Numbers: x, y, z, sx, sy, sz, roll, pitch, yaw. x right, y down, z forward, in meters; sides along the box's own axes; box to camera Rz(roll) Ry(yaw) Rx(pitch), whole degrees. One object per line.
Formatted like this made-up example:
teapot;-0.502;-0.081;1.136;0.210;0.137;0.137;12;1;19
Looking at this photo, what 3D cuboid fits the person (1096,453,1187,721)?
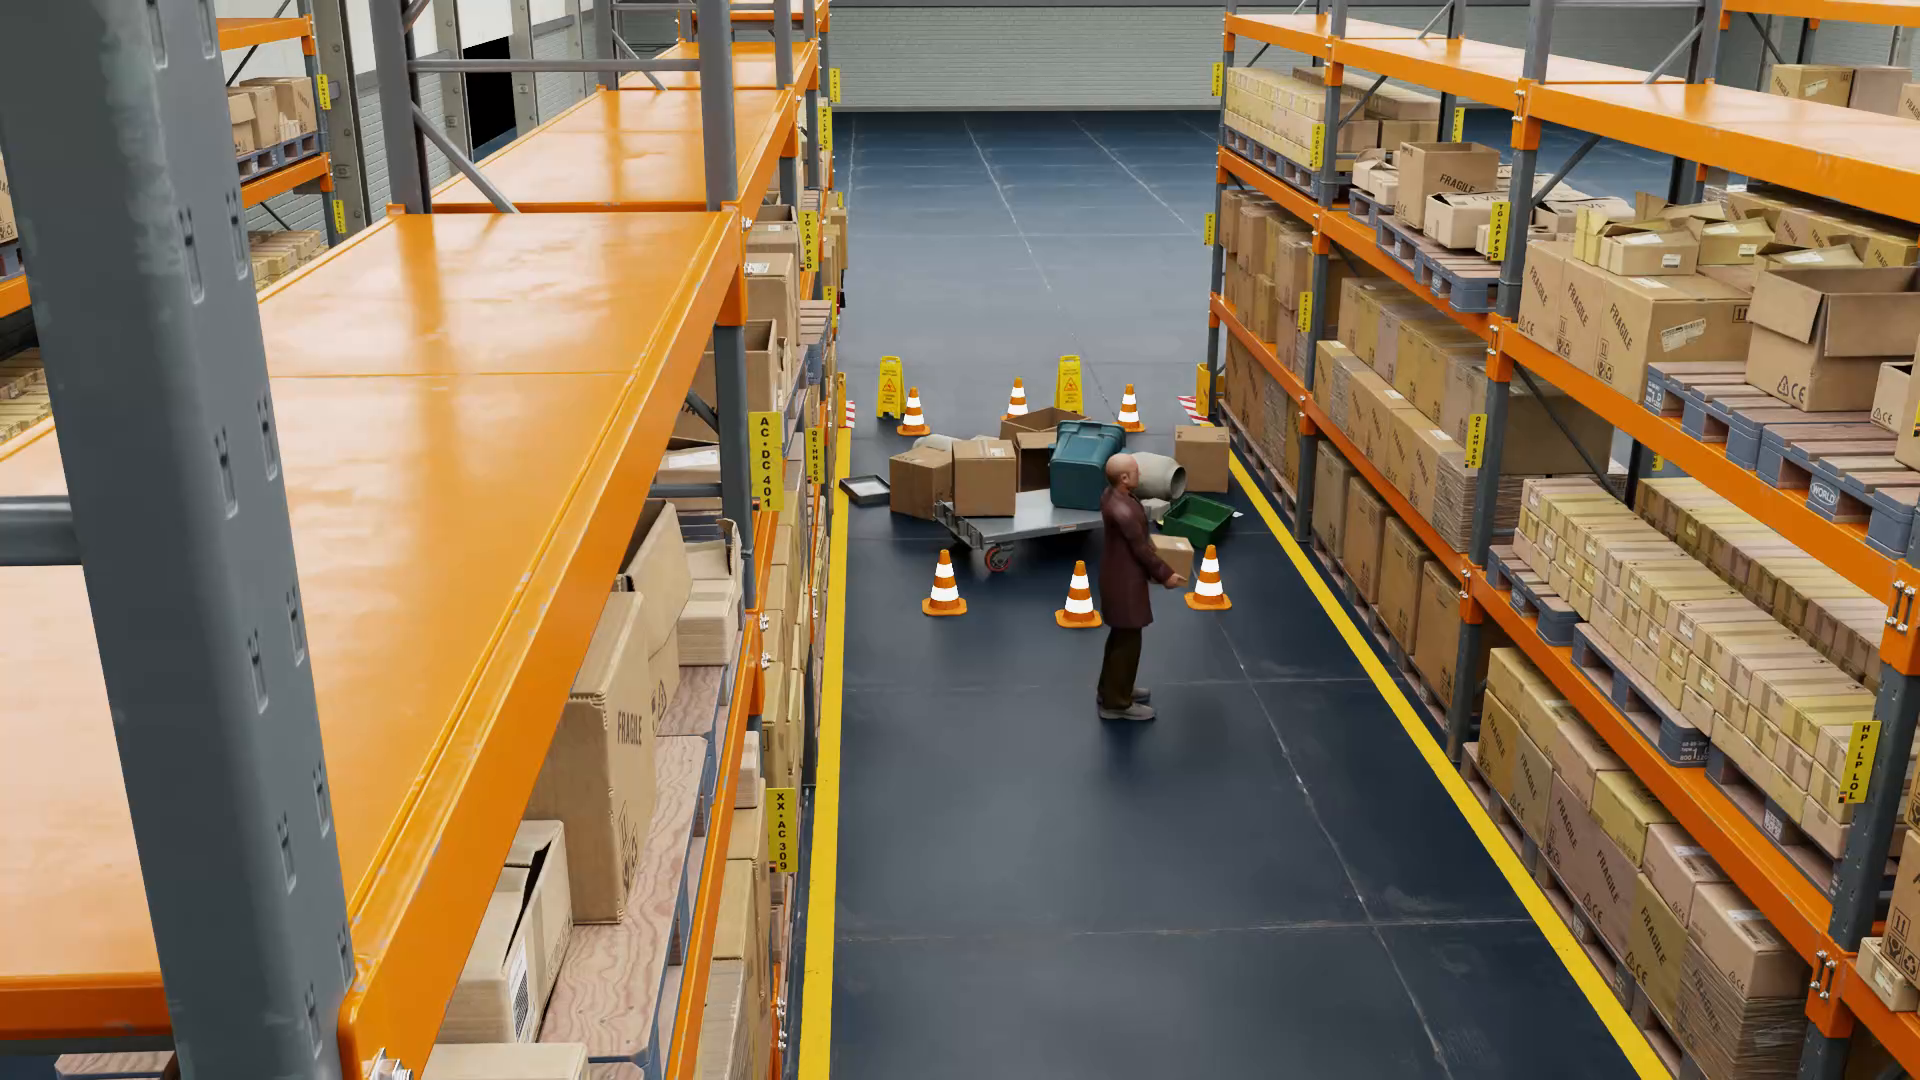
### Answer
person;1.176;0.290;10.810;0.551;1.778;0.524;-1;20;-3
